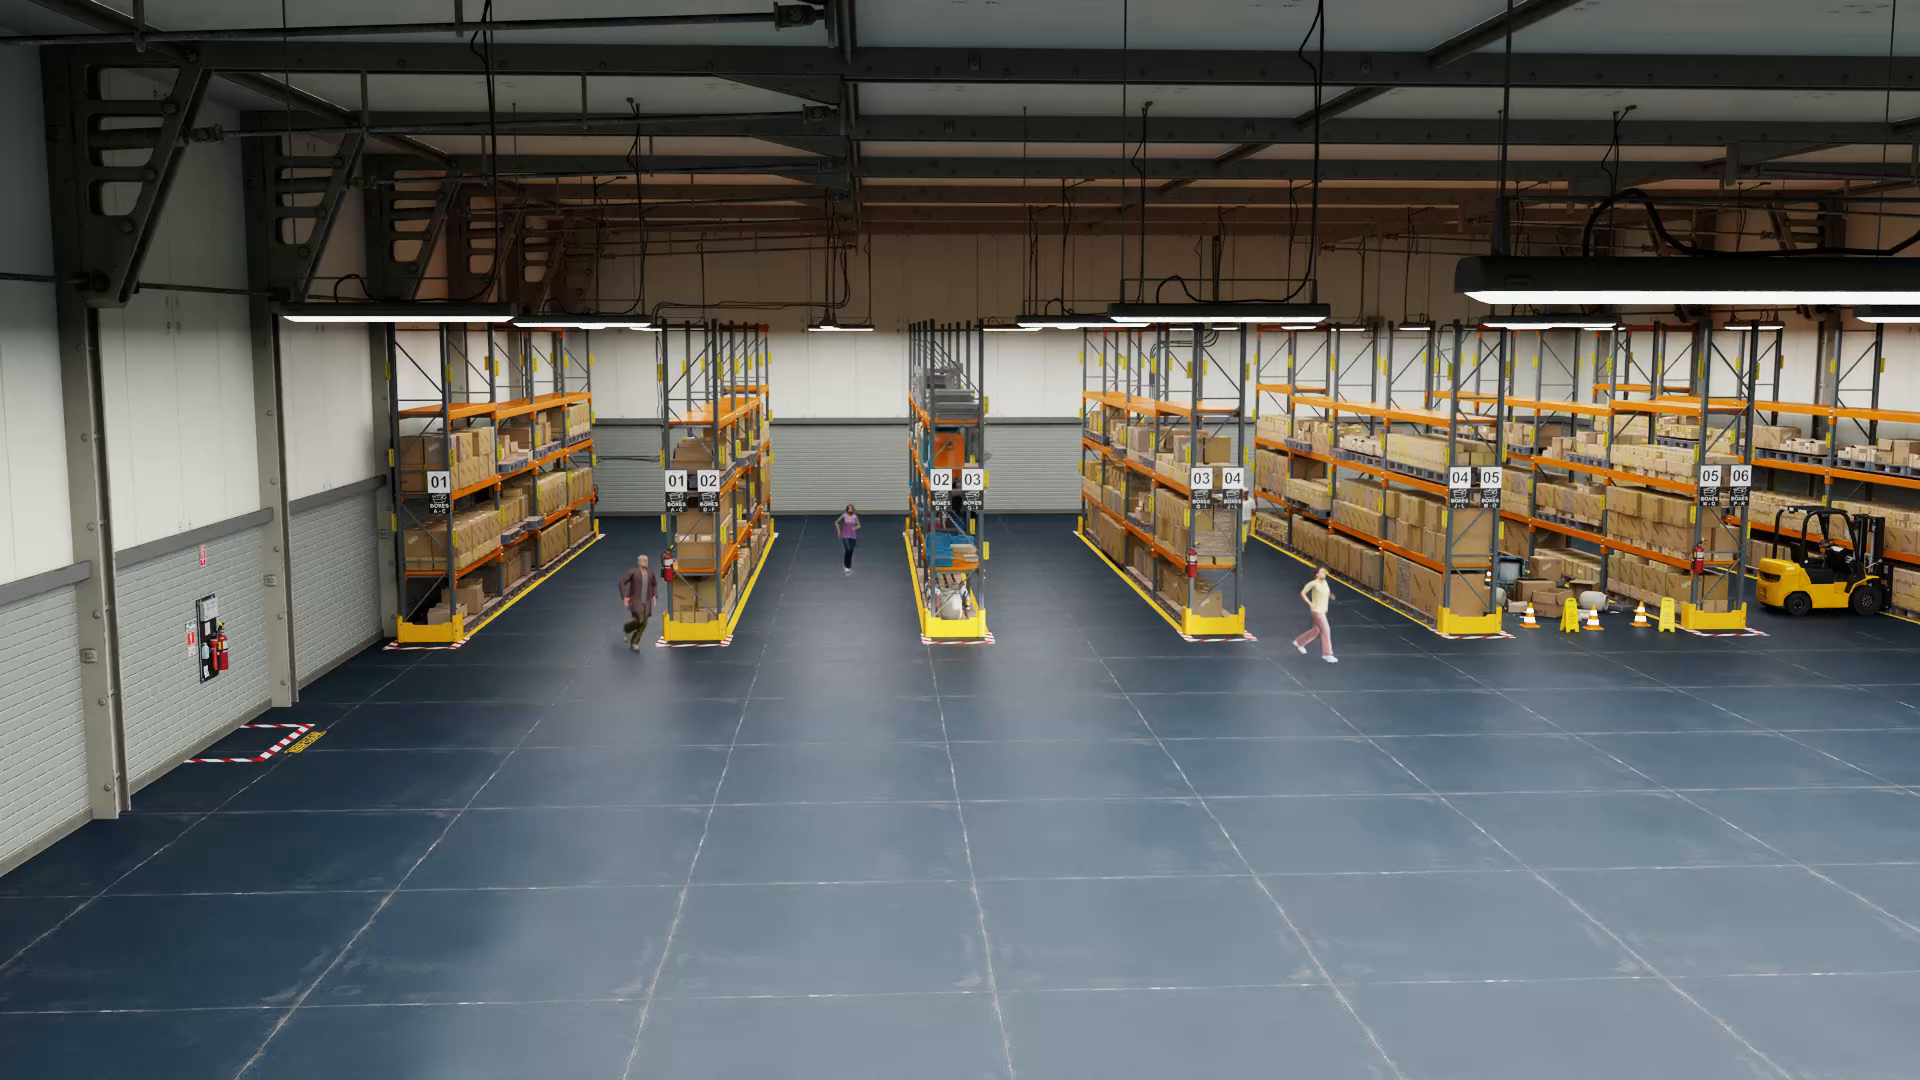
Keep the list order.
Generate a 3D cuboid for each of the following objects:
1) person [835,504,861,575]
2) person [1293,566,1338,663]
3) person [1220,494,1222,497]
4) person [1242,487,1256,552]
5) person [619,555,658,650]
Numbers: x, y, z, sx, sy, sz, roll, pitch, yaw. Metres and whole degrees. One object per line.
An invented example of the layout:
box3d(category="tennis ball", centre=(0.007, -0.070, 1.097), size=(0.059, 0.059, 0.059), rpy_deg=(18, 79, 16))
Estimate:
box3d(category="person", centre=(-2.520, -0.012, 37.886), size=(0.519, 1.632, 0.622), rpy_deg=(-3, 8, -21))
box3d(category="person", centre=(6.310, 1.277, 29.349), size=(0.894, 1.682, 0.564), rpy_deg=(6, 9, 41))
box3d(category="person", centre=(7.389, -0.744, 45.250), size=(0.718, 1.790, 1.045), rpy_deg=(0, 7, -1))
box3d(category="person", centre=(7.459, -0.533, 43.636), size=(0.676, 1.720, 0.591), rpy_deg=(-1, 7, -7))
box3d(category="person", centre=(-5.821, 1.129, 30.416), size=(0.738, 1.696, 0.579), rpy_deg=(-6, 9, -40))
